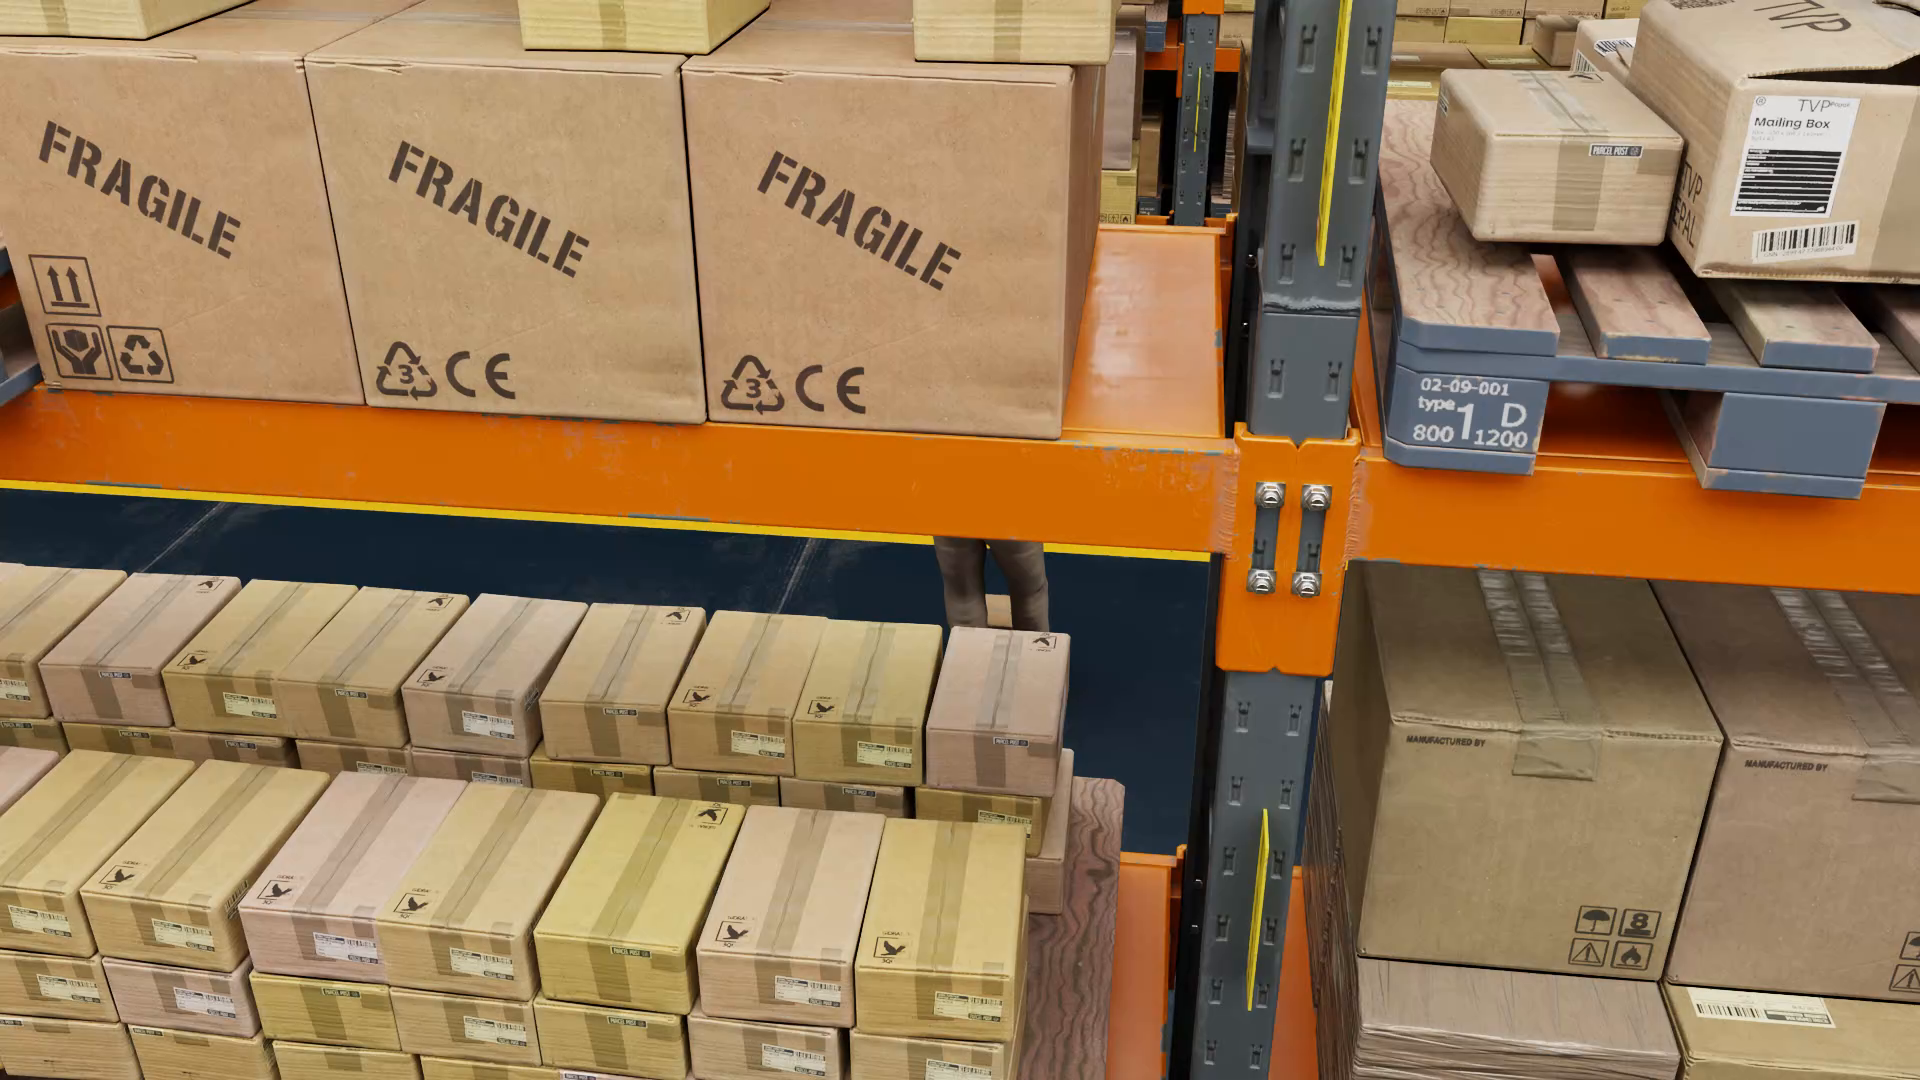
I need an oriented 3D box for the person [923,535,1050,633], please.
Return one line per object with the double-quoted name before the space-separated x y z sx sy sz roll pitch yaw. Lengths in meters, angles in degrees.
"person" 0.111 -0.163 6.429 0.640 1.724 0.551 3 28 6
